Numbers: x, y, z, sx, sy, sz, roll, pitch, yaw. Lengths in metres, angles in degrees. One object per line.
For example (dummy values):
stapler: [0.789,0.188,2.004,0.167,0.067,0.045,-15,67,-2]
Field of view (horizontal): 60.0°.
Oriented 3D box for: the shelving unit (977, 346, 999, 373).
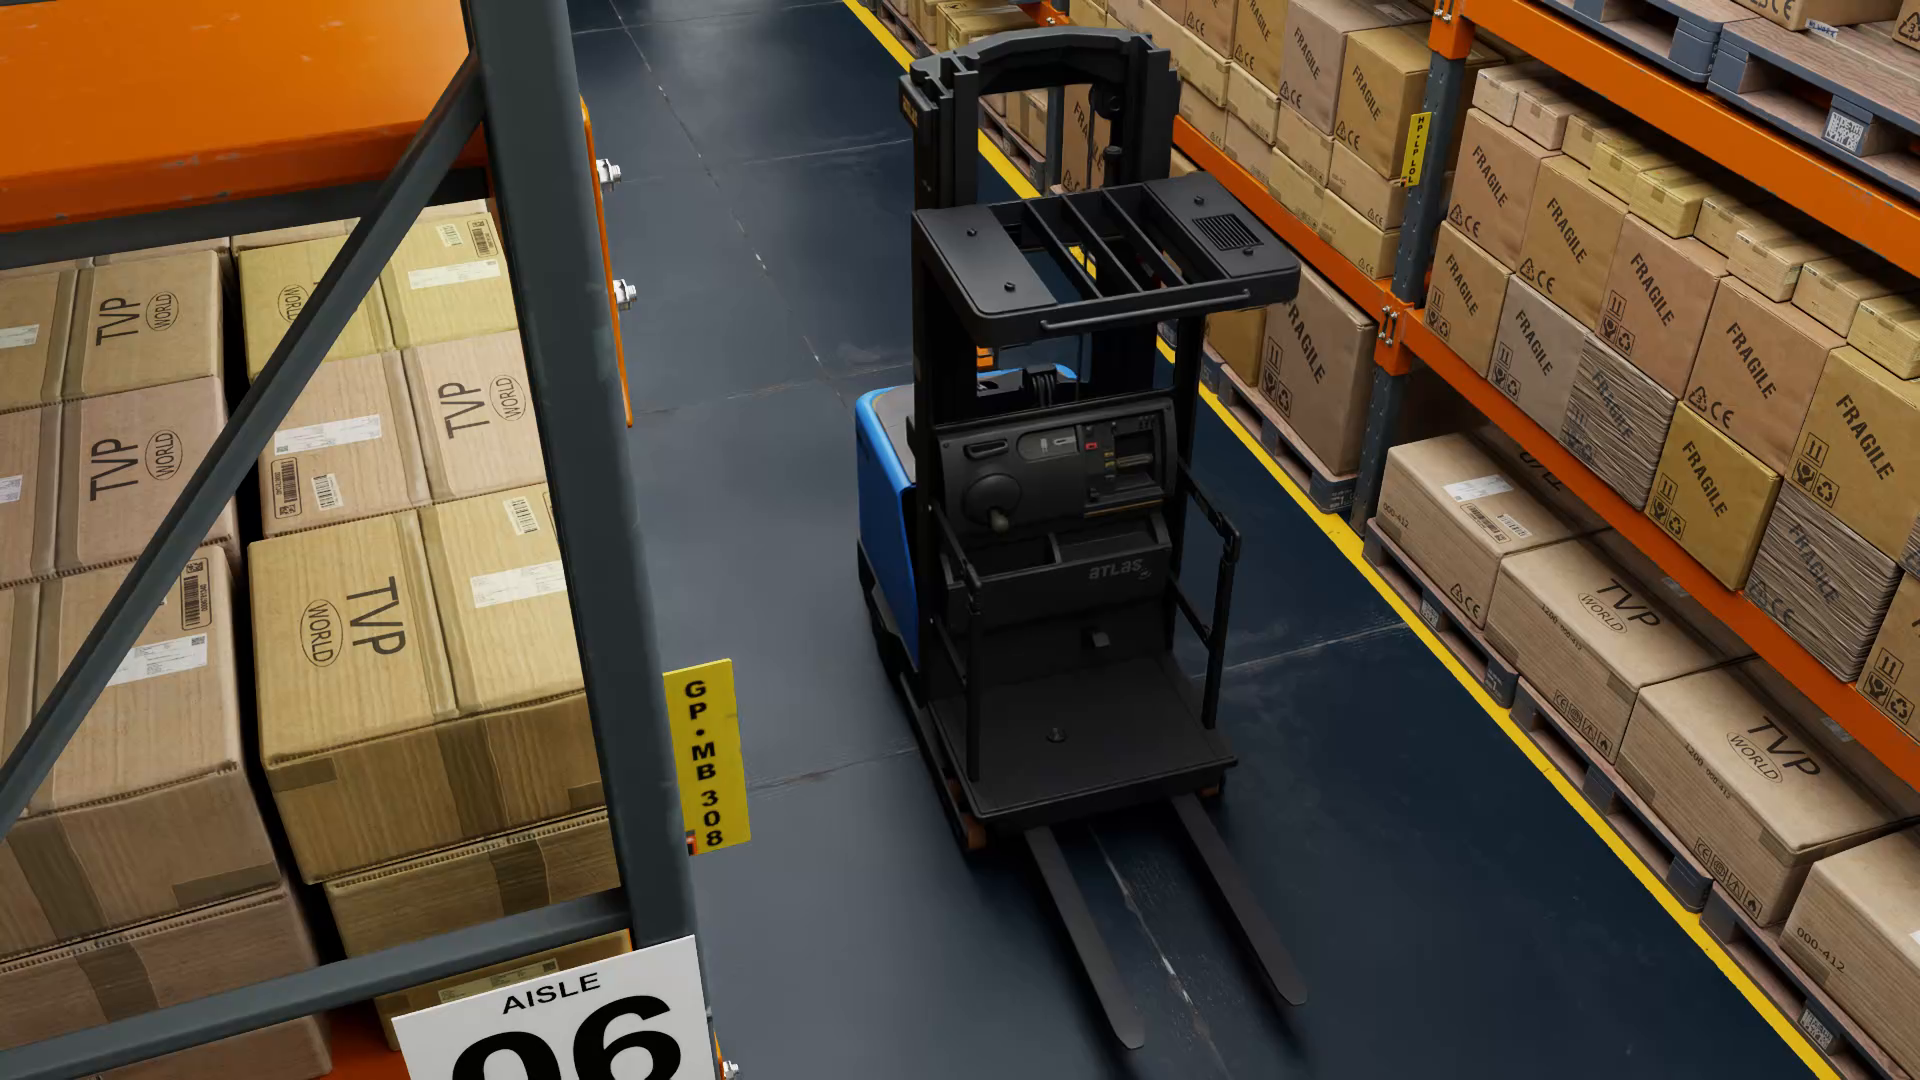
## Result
shelving unit: [-0.017,-0.549,7.981,0.258,1.200,0.503,-11,38,-14]

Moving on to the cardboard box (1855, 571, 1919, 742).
cardboard box: [3.245,0.374,5.177,0.500,0.500,0.500,-13,39,-17]

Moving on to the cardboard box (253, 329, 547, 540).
cardboard box: [-0.916,-0.103,2.862,0.500,0.250,0.500,-13,39,-16]

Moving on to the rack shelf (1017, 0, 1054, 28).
rack shelf: [0.377,-4.444,12.254,1.077,0.370,4.000,-12,39,-16]

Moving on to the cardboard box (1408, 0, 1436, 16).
cardboard box: [2.359,-2.371,7.990,0.500,0.500,0.500,-13,39,-16]

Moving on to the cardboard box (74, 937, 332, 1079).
cardboard box: [-1.169,0.717,2.520,0.380,0.149,0.250,-11,38,-15]

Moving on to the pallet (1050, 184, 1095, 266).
pallet: [1.265,-2.026,10.765,1.003,0.211,1.213,-12,39,-16]

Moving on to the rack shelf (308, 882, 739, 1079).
rack shelf: [-1.530,-0.093,3.985,1.077,0.370,4.000,-12,39,-16]

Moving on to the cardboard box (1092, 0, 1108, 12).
cardboard box: [1.007,-3.404,9.985,0.500,0.250,0.500,-13,39,-16]

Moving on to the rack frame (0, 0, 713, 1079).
rack frame: [-0.841,-0.448,1.366,1.000,3.000,0.127,-12,39,-16]

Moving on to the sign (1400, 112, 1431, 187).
sign: [1.935,-1.655,7.057,0.100,0.325,0.005,-12,39,-16]

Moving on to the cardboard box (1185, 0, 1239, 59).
cardboard box: [1.519,-2.852,8.629,0.500,0.500,0.500,-12,39,-15]

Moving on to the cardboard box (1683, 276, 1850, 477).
cardboard box: [2.883,-0.598,5.637,0.500,0.500,0.500,-13,39,-16]

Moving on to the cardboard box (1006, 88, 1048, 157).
cardboard box: [0.880,-3.041,11.629,0.950,0.372,0.625,-15,40,-19]

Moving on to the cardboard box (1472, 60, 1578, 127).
cardboard box: [2.306,-1.808,6.704,0.380,0.149,0.250,-13,39,-17]

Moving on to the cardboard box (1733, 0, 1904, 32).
cardboard box: [2.936,-2.033,5.445,0.797,0.503,0.637,-10,38,-12]

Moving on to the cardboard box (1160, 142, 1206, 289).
cardboard box: [1.528,-2.008,9.840,0.875,0.875,0.875,-12,39,-15]

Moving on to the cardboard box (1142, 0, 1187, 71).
cardboard box: [1.344,-2.827,9.219,0.500,0.250,0.500,-13,39,-16]

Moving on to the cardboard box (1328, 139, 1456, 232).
cardboard box: [2.061,-1.680,7.696,0.500,0.250,0.500,-12,39,-16]

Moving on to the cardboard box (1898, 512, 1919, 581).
cardboard box: [3.221,-0.033,4.887,0.500,0.500,0.500,-12,39,-16]

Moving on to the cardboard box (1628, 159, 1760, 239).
cardboard box: [2.629,-1.222,5.925,0.380,0.149,0.250,-14,39,-17]

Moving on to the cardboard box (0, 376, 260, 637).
cardboard box: [-1.435,0.004,2.720,0.500,0.250,0.500,-14,39,-17]

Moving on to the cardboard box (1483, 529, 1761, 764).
cardboard box: [2.865,0.397,7.011,0.875,0.438,0.875,-14,39,-17]

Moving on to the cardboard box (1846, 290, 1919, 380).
cardboard box: [3.016,-0.651,5.168,0.380,0.149,0.250,-12,38,-15]

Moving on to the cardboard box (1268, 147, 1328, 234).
cardboard box: [1.876,-1.771,8.232,0.500,0.250,0.500,-13,39,-17]

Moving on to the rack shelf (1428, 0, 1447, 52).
rack shelf: [1.753,-3.382,8.352,1.077,0.370,4.000,-12,39,-16]

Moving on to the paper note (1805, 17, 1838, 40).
paper note: [2.548,-1.515,4.923,0.006,0.032,0.123,-12,39,-16]

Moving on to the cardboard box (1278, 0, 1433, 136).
cardboard box: [1.867,-2.272,7.859,0.500,0.500,0.500,-12,39,-15]

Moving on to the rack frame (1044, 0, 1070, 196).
rack frame: [1.065,-3.601,10.538,1.000,3.000,0.127,-12,39,-16]

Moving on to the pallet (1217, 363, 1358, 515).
pallet: [2.105,-0.648,8.935,1.003,0.211,1.213,-12,39,-16]

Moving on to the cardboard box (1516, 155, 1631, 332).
cardboard box: [2.546,-1.175,6.403,0.500,0.500,0.500,-13,39,-17]

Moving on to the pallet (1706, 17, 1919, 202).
pallet: [3.129,-1.352,5.132,1.003,0.211,1.213,-12,39,-16]

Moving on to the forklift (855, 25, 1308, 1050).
forklift: [0.442,-0.205,6.086,1.130,2.935,3.031,-11,38,-14]

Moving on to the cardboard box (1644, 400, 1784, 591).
cardboard box: [2.869,-0.204,5.944,0.500,0.500,0.500,-11,38,-15]

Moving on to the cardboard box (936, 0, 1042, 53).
cardboard box: [0.363,-3.885,12.750,0.950,0.372,0.625,-11,38,-14]

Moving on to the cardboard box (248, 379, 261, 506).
cardboard box: [-1.605,-0.076,3.242,0.500,0.250,0.500,-13,39,-17]

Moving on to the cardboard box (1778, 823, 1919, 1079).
cardboard box: [3.497,1.422,5.650,0.875,0.438,0.875,-14,39,-17]

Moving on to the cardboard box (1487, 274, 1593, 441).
cardboard box: [2.526,-0.777,6.705,0.500,0.500,0.500,-12,39,-16]

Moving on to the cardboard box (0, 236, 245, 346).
cardboard box: [-1.769,-0.573,3.487,0.500,0.250,0.500,-13,39,-16]

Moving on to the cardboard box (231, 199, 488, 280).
cardboard box: [-1.286,-0.670,3.614,0.500,0.250,0.500,-11,38,-15]

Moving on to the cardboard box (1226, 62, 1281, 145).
cardboard box: [1.698,-2.252,8.456,0.500,0.250,0.500,-12,38,-15]

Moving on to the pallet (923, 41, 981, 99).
pallet: [0.381,-3.617,12.877,1.003,0.211,1.213,-12,39,-16]

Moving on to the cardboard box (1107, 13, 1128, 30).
cardboard box: [1.190,-2.926,9.766,0.500,0.250,0.500,-14,39,-17]

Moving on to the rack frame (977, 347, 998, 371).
rack frame: [0.055,-0.409,7.795,0.240,1.200,0.015,-11,38,-14]

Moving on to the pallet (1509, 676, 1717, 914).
pallet: [3.053,0.908,6.869,1.003,0.211,1.213,-12,39,-16]

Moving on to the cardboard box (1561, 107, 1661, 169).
cardboard box: [2.537,-1.531,6.336,0.380,0.149,0.250,-13,39,-17]

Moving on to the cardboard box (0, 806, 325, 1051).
cardboard box: [-1.250,0.496,2.483,0.500,0.250,0.500,-13,39,-17]

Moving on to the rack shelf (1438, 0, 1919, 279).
rack shelf: [3.130,-1.122,5.352,1.077,0.370,4.000,-12,39,-16]

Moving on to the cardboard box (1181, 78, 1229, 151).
cardboard box: [1.538,-2.351,9.002,0.500,0.250,0.500,-12,39,-16]

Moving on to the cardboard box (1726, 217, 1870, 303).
cardboard box: [2.813,-0.944,5.556,0.380,0.149,0.250,-12,39,-16]

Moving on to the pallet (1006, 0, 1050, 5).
pallet: [0.720,-3.905,11.101,1.213,0.211,1.003,-12,39,-16]

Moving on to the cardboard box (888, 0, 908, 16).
cardboard box: [-0.129,-4.683,13.809,0.950,0.372,0.625,-12,39,-15]

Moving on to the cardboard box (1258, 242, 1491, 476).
cardboard box: [2.153,-0.994,8.494,0.875,0.875,0.875,-11,38,-15]
